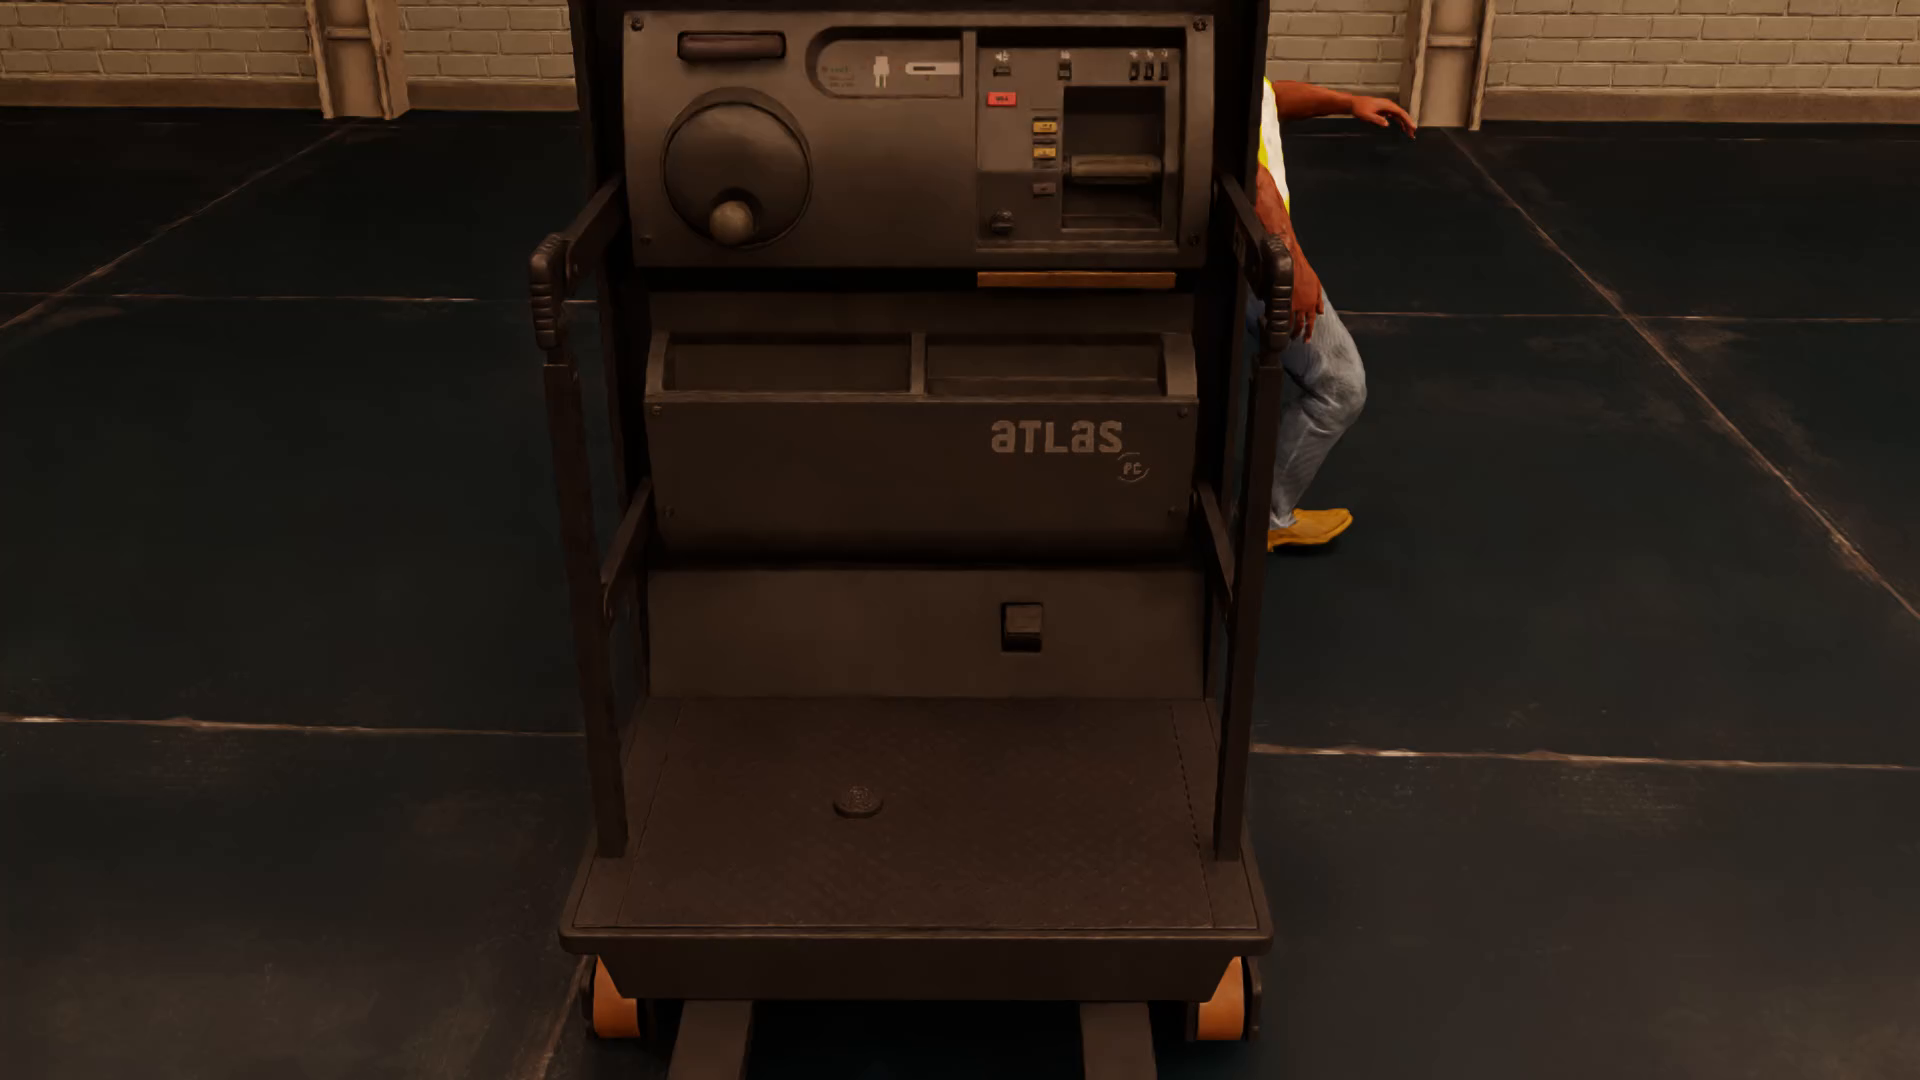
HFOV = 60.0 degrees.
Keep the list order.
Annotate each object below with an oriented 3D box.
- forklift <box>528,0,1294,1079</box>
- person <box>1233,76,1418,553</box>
[{"bbox_3d":[-0.065,-0.608,2.440,1.130,2.935,3.031,0,26,0],"label":"forklift"},{"bbox_3d":[0.708,-0.726,4.165,0.849,1.616,0.804,-9,28,-17],"label":"person"}]
